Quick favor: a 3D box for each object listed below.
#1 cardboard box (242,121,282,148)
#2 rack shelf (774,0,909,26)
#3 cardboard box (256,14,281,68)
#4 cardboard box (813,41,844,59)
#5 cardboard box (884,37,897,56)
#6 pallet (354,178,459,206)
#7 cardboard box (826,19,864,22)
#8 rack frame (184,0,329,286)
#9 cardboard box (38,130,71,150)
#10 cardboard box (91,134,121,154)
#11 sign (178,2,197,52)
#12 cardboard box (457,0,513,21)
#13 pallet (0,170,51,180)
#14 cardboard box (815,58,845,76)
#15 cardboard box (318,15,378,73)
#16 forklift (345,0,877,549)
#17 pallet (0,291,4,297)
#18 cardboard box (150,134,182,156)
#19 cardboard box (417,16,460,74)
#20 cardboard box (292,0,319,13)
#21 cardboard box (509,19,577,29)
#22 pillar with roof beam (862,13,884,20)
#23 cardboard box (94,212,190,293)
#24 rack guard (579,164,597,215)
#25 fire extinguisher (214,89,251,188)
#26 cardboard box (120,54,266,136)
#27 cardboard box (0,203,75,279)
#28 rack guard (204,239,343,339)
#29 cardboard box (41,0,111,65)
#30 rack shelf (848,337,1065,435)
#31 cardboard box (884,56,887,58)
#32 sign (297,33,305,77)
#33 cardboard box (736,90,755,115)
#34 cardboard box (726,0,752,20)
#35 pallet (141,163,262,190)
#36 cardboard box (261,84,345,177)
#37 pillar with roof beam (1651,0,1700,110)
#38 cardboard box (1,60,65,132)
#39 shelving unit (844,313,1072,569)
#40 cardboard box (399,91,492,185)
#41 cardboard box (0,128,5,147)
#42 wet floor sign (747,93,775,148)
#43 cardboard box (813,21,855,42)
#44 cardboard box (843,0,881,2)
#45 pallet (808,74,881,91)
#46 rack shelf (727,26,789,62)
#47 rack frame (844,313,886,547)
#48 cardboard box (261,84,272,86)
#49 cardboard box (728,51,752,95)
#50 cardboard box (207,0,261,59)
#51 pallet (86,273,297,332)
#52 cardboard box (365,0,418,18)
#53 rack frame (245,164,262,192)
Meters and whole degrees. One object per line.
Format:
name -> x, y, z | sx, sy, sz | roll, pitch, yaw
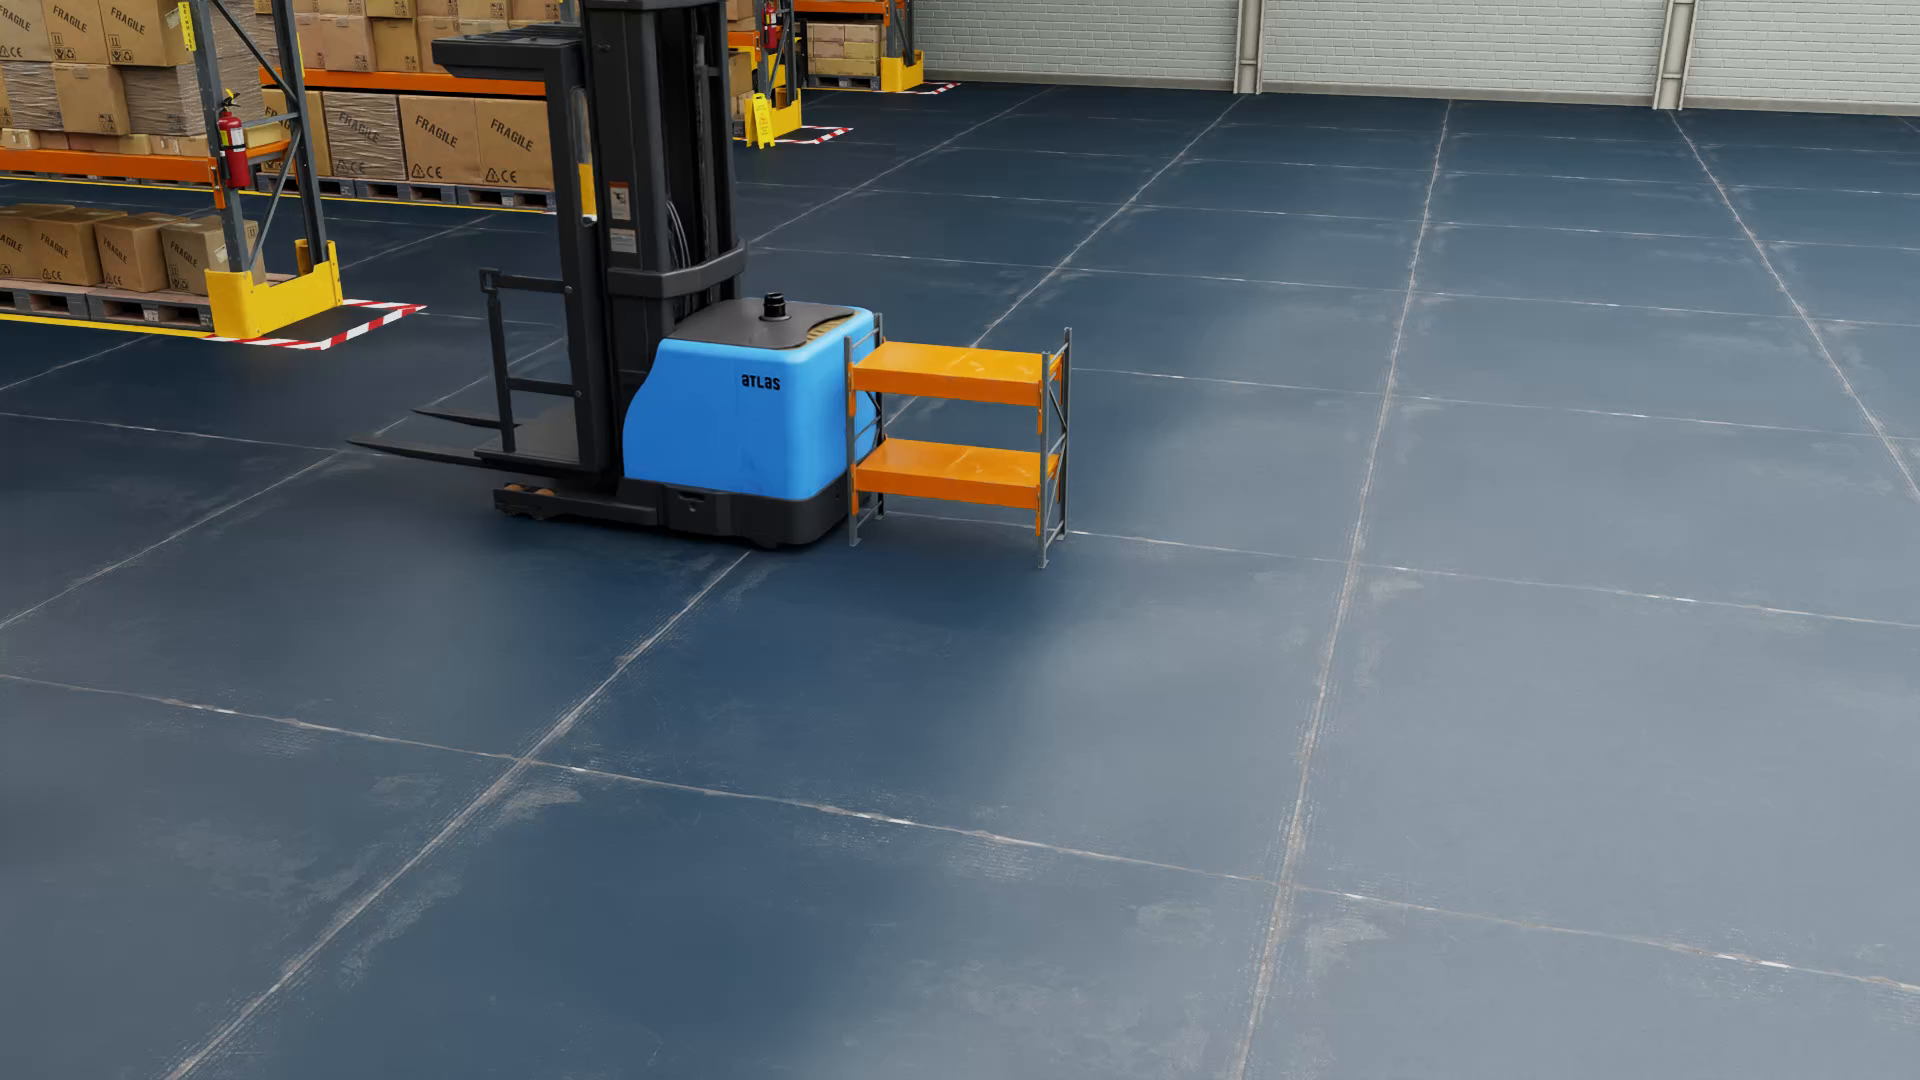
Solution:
cardboard box -> -5.423, -3.106, 12.720 | 0.250, 0.149, 0.380 | 7, 23, 16
rack shelf -> -2.841, -8.395, 26.231 | 4.000, 0.370, 1.077 | 7, 23, 16
cardboard box -> -7.163, -5.367, 17.703 | 0.550, 0.550, 0.875 | 7, 23, 16
cardboard box -> -1.960, -7.661, 25.904 | 0.500, 0.250, 0.500 | 6, 23, 15
cardboard box -> -1.317, -7.789, 26.217 | 0.500, 0.250, 0.500 | 7, 23, 16
pallet -> -5.642, -3.799, 17.752 | 1.213, 0.211, 1.003 | 7, 23, 15
cardboard box -> -1.811, -8.068, 26.239 | 0.500, 0.250, 0.500 | 7, 23, 16
rack frame -> -5.219, -3.104, 12.385 | 0.127, 3.000, 1.000 | 7, 23, 16
cardboard box -> -6.753, -3.075, 12.645 | 0.250, 0.149, 0.380 | 7, 23, 16
cardboard box -> -6.280, -3.013, 12.495 | 0.250, 0.149, 0.380 | 7, 23, 16
sign -> -5.399, -3.586, 11.619 | 0.005, 0.325, 0.100 | 7, 23, 16
cardboard box -> -4.587, -5.546, 16.716 | 0.550, 0.550, 0.875 | 7, 23, 16
pallet -> -10.616, -4.368, 19.141 | 1.213, 0.211, 1.003 | 7, 23, 16
cardboard box -> -1.941, -7.425, 25.989 | 0.500, 0.250, 0.500 | 7, 23, 15
cardboard box -> -6.147, -5.213, 17.328 | 0.550, 0.550, 0.875 | 7, 23, 16
forklift -> -2.011, -1.641, 8.909 | 3.031, 2.935, 1.130 | 8, 24, 19
pallet -> -8.396, -2.192, 13.835 | 1.213, 0.211, 1.003 | 7, 23, 16
cardboard box -> -5.791, -2.972, 12.393 | 0.250, 0.149, 0.380 | 7, 23, 16
cardboard box -> -5.091, -5.148, 17.170 | 0.550, 0.550, 0.875 | 7, 23, 16
cardboard box -> -6.616, -5.831, 17.413 | 0.550, 0.550, 0.875 | 7, 23, 16
cardboard box -> -4.058, -4.989, 16.781 | 0.550, 0.550, 0.875 | 7, 23, 16
pillar with roof beam -> -2.576, -10.124, 21.593 | 0.400, 9.000, 9.100 | 7, 23, 16
cardboard box -> -6.395, -2.269, 13.090 | 0.500, 0.500, 0.500 | 13, 26, 29
rack guard -> -3.667, -3.736, 17.219 | 0.348, 0.500, 1.175 | 7, 23, 16
fire extinguisher -> -5.243, -2.888, 11.960 | 0.183, 0.674, 0.296 | 7, 23, 16
cardboard box -> -5.738, -3.358, 12.480 | 0.500, 0.500, 0.875 | 7, 23, 16
cardboard box -> -7.510, -2.422, 13.463 | 0.500, 0.500, 0.500 | 4, 23, 11
rack guard -> -5.292, -1.956, 12.879 | 0.348, 0.500, 1.175 | 7, 23, 16
cardboard box -> -6.298, -3.774, 12.176 | 0.500, 0.500, 0.500 | 7, 23, 16
rack shelf -> -0.006, -0.792, 8.447 | 1.000, 0.278, 0.538 | 7, 23, 16
cardboard box -> -1.340, -7.555, 26.307 | 0.500, 0.250, 0.500 | 7, 23, 16
sign -> -5.063, -3.702, 12.701 | 0.005, 0.325, 0.100 | 7, 23, 16
cardboard box -> -3.049, -5.816, 22.065 | 0.500, 0.250, 0.500 | 6, 23, 15
cardboard box -> -2.956, -6.848, 20.988 | 0.500, 0.500, 0.500 | 6, 23, 15
pallet -> -8.280, -4.101, 18.489 | 1.213, 0.211, 1.003 | 7, 23, 16
cardboard box -> -6.937, -4.450, 17.913 | 0.875, 0.875, 0.875 | 7, 23, 16
pillar with roof beam -> 8.912, -8.808, 18.386 | 0.400, 9.000, 9.100 | 7, 23, 16
cardboard box -> -6.718, -3.440, 12.680 | 0.500, 0.500, 0.875 | 7, 23, 16
shelving unit -> -0.006, -0.521, 8.558 | 1.048, 1.125, 0.538 | 7, 23, 16
cardboard box -> -5.201, -4.252, 17.430 | 0.875, 0.875, 0.875 | 6, 23, 15
cardboard box -> -7.238, -3.123, 12.762 | 0.250, 0.149, 0.380 | 7, 23, 16
wet floor sign -> -2.484, -5.206, 20.611 | 0.232, 0.644, 0.267 | 16, 27, 34
cardboard box -> -1.948, -7.884, 25.790 | 0.500, 0.250, 0.500 | 7, 23, 16
cardboard box -> -1.474, -8.513, 25.440 | 0.500, 0.500, 0.500 | 6, 23, 14
pallet -> -1.671, -7.287, 26.256 | 1.213, 0.211, 1.003 | 7, 23, 16
rack shelf -> -4.272, -6.591, 21.833 | 4.000, 0.370, 1.077 | 7, 23, 16
rack frame -> -0.493, -0.577, 8.694 | 0.032, 1.125, 0.500 | 7, 23, 16
cardboard box -> -9.478, -6.494, 23.559 | 0.625, 0.372, 0.950 | 5, 23, 12
cardboard box -> -3.072, -6.165, 21.929 | 0.500, 0.500, 0.500 | 6, 23, 14
cardboard box -> -5.667, -3.910, 12.508 | 0.500, 0.500, 0.500 | 7, 23, 16
pallet -> -6.060, -1.924, 13.183 | 1.213, 0.211, 1.003 | 7, 23, 16
cardboard box -> -5.629, -5.667, 17.013 | 0.500, 0.550, 0.875 | 7, 23, 16
rack frame -> -7.519, -5.333, 17.820 | 0.127, 3.000, 1.000 | 7, 23, 16
